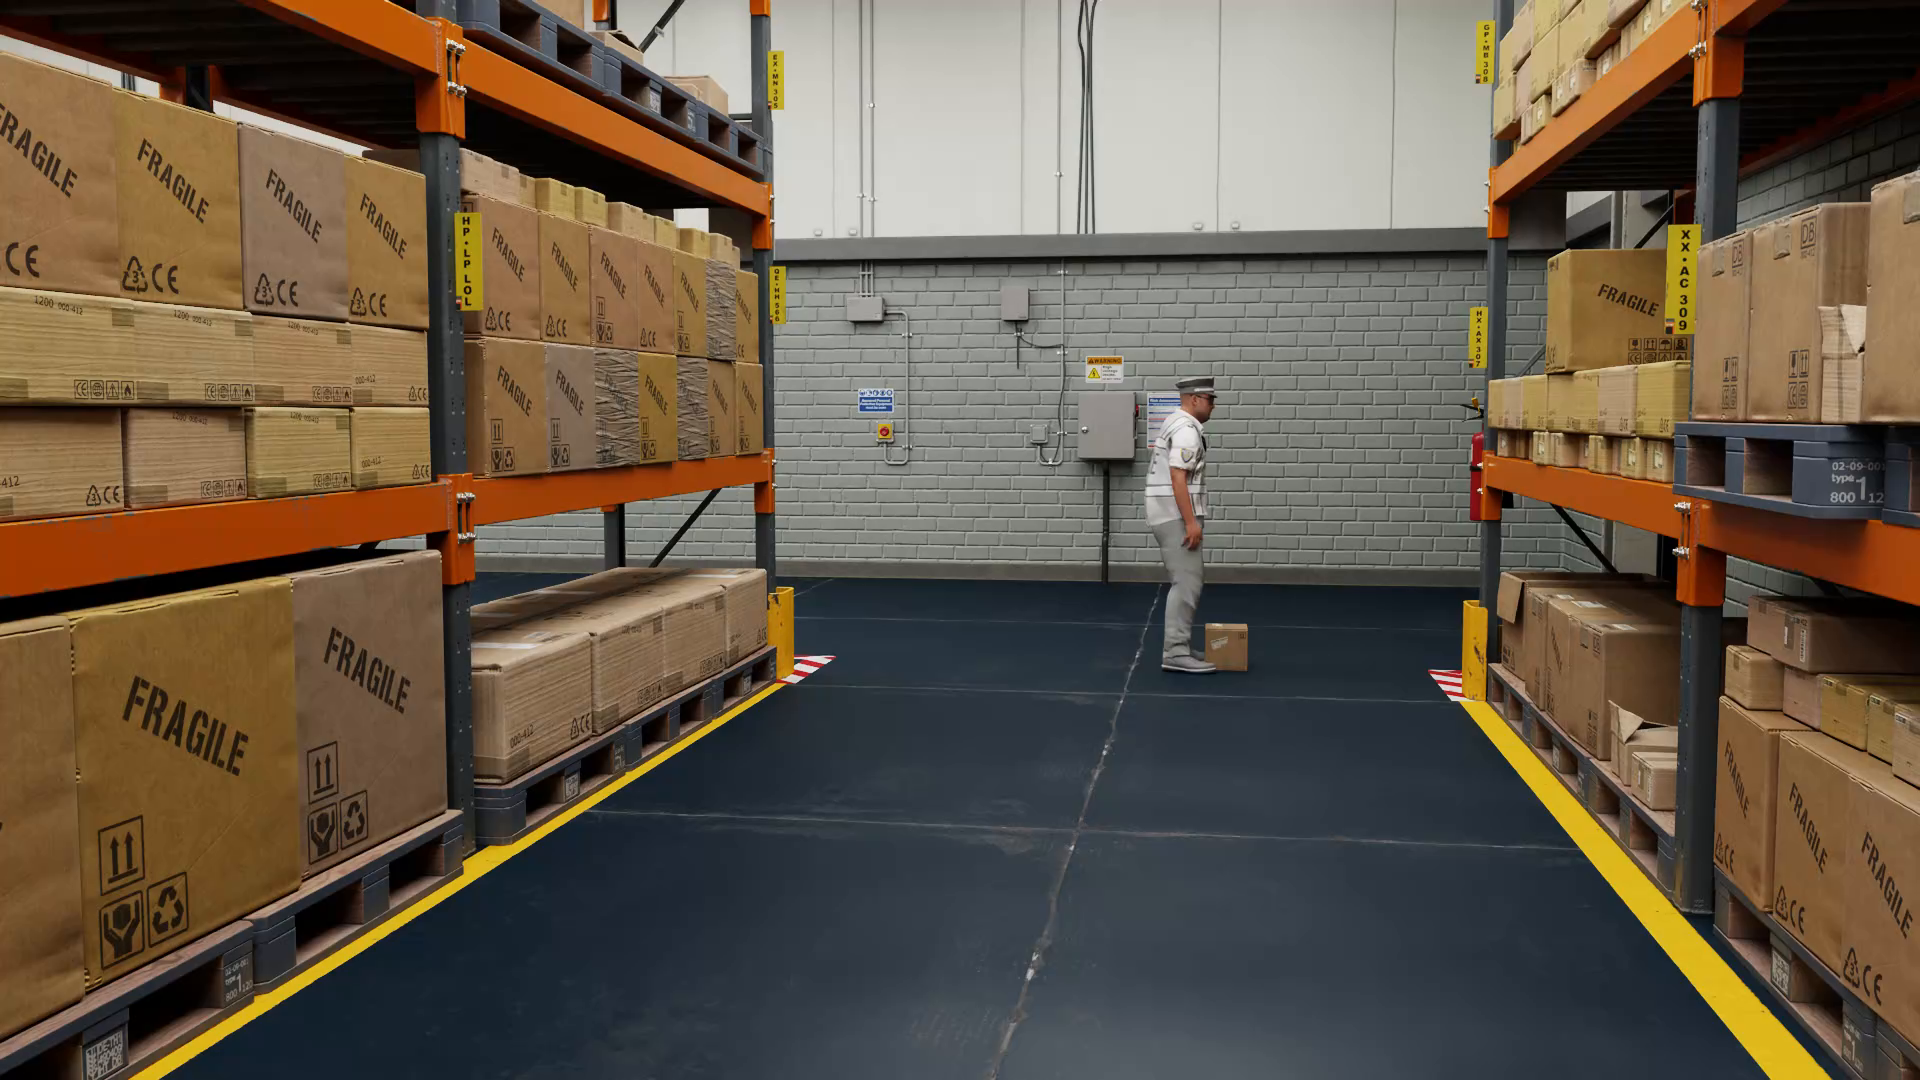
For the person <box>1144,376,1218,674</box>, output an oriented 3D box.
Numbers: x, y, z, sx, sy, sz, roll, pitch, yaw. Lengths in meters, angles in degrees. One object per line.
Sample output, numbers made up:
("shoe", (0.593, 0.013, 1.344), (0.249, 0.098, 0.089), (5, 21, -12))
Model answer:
("person", (1.332, -0.109, 9.981), (0.447, 1.749, 0.606), (0, 4, 5))
